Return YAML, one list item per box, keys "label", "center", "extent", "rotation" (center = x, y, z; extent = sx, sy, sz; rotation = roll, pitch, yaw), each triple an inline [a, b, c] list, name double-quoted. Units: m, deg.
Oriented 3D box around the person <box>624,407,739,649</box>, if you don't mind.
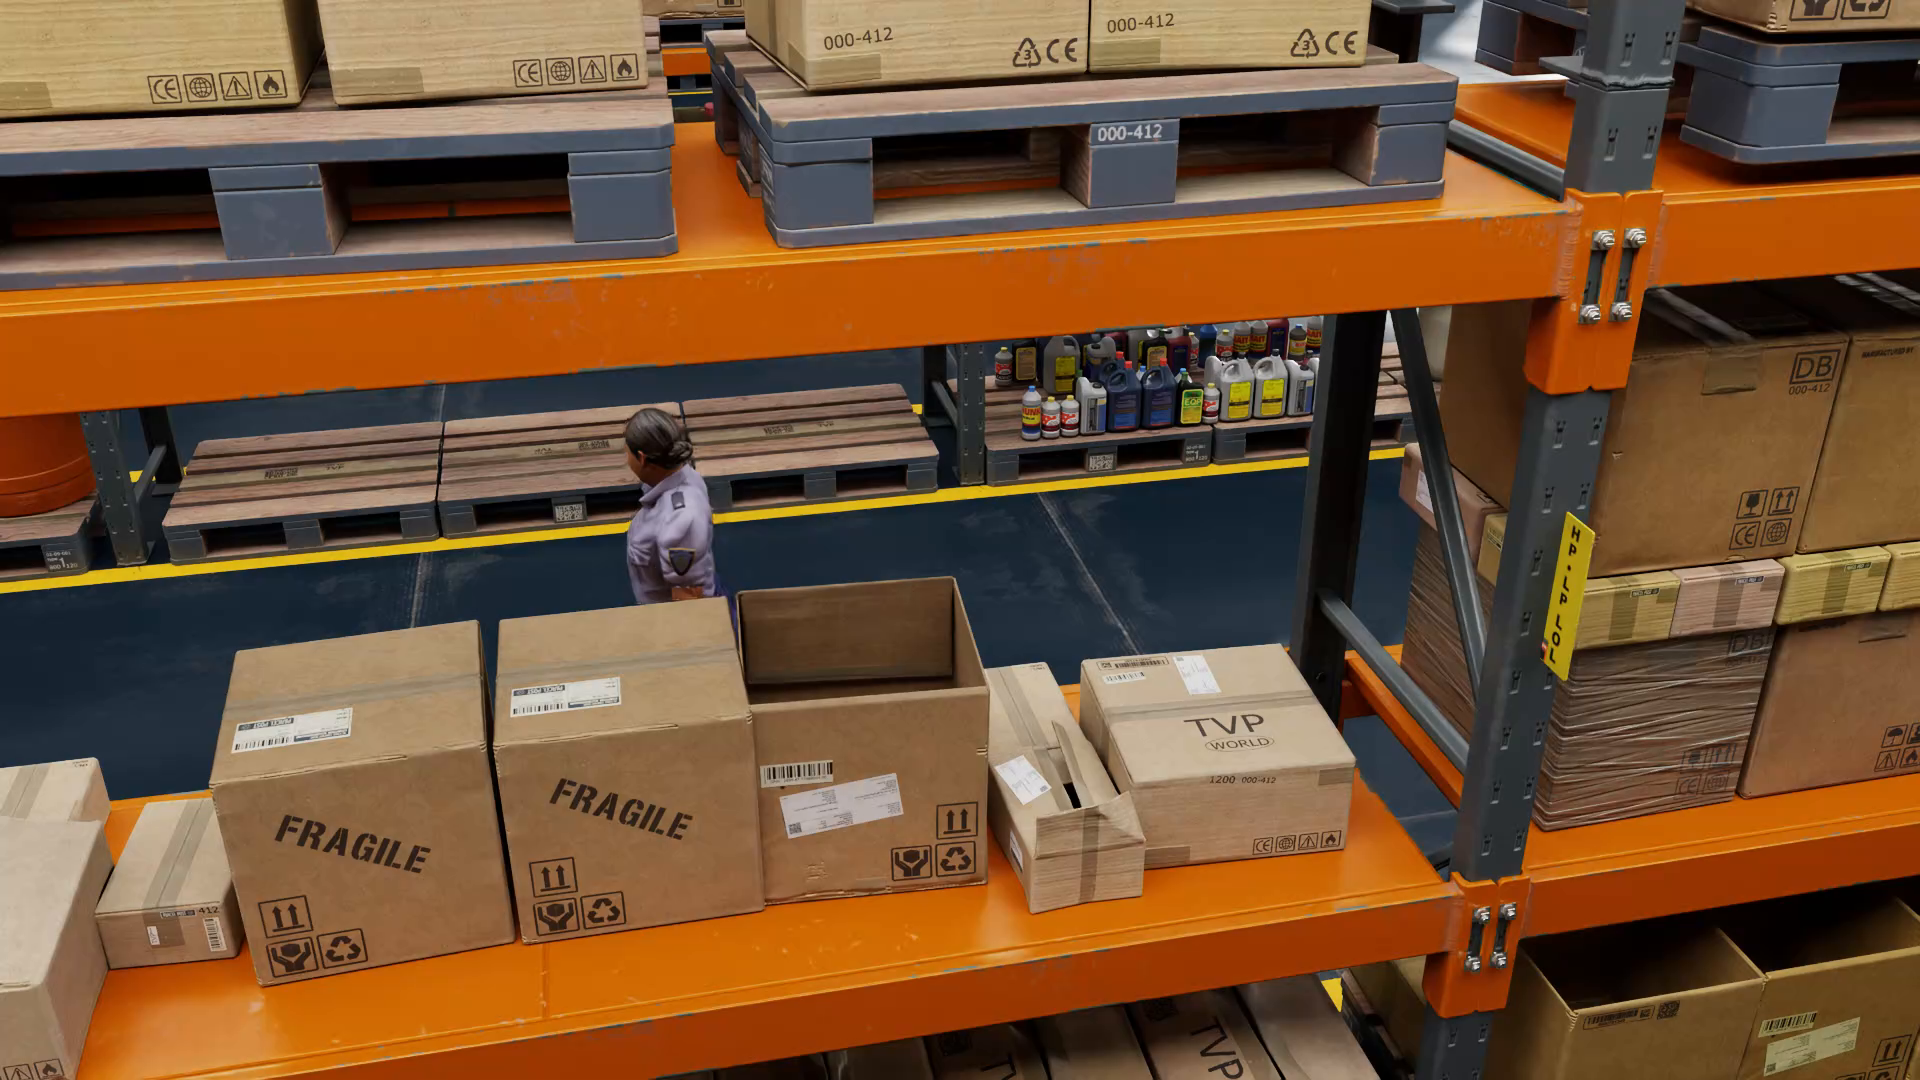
- label: "person"
  center: [-0.864, 0.347, 5.465]
  extent: [0.912, 1.595, 0.621]
  rotation: [-7, 28, -14]
